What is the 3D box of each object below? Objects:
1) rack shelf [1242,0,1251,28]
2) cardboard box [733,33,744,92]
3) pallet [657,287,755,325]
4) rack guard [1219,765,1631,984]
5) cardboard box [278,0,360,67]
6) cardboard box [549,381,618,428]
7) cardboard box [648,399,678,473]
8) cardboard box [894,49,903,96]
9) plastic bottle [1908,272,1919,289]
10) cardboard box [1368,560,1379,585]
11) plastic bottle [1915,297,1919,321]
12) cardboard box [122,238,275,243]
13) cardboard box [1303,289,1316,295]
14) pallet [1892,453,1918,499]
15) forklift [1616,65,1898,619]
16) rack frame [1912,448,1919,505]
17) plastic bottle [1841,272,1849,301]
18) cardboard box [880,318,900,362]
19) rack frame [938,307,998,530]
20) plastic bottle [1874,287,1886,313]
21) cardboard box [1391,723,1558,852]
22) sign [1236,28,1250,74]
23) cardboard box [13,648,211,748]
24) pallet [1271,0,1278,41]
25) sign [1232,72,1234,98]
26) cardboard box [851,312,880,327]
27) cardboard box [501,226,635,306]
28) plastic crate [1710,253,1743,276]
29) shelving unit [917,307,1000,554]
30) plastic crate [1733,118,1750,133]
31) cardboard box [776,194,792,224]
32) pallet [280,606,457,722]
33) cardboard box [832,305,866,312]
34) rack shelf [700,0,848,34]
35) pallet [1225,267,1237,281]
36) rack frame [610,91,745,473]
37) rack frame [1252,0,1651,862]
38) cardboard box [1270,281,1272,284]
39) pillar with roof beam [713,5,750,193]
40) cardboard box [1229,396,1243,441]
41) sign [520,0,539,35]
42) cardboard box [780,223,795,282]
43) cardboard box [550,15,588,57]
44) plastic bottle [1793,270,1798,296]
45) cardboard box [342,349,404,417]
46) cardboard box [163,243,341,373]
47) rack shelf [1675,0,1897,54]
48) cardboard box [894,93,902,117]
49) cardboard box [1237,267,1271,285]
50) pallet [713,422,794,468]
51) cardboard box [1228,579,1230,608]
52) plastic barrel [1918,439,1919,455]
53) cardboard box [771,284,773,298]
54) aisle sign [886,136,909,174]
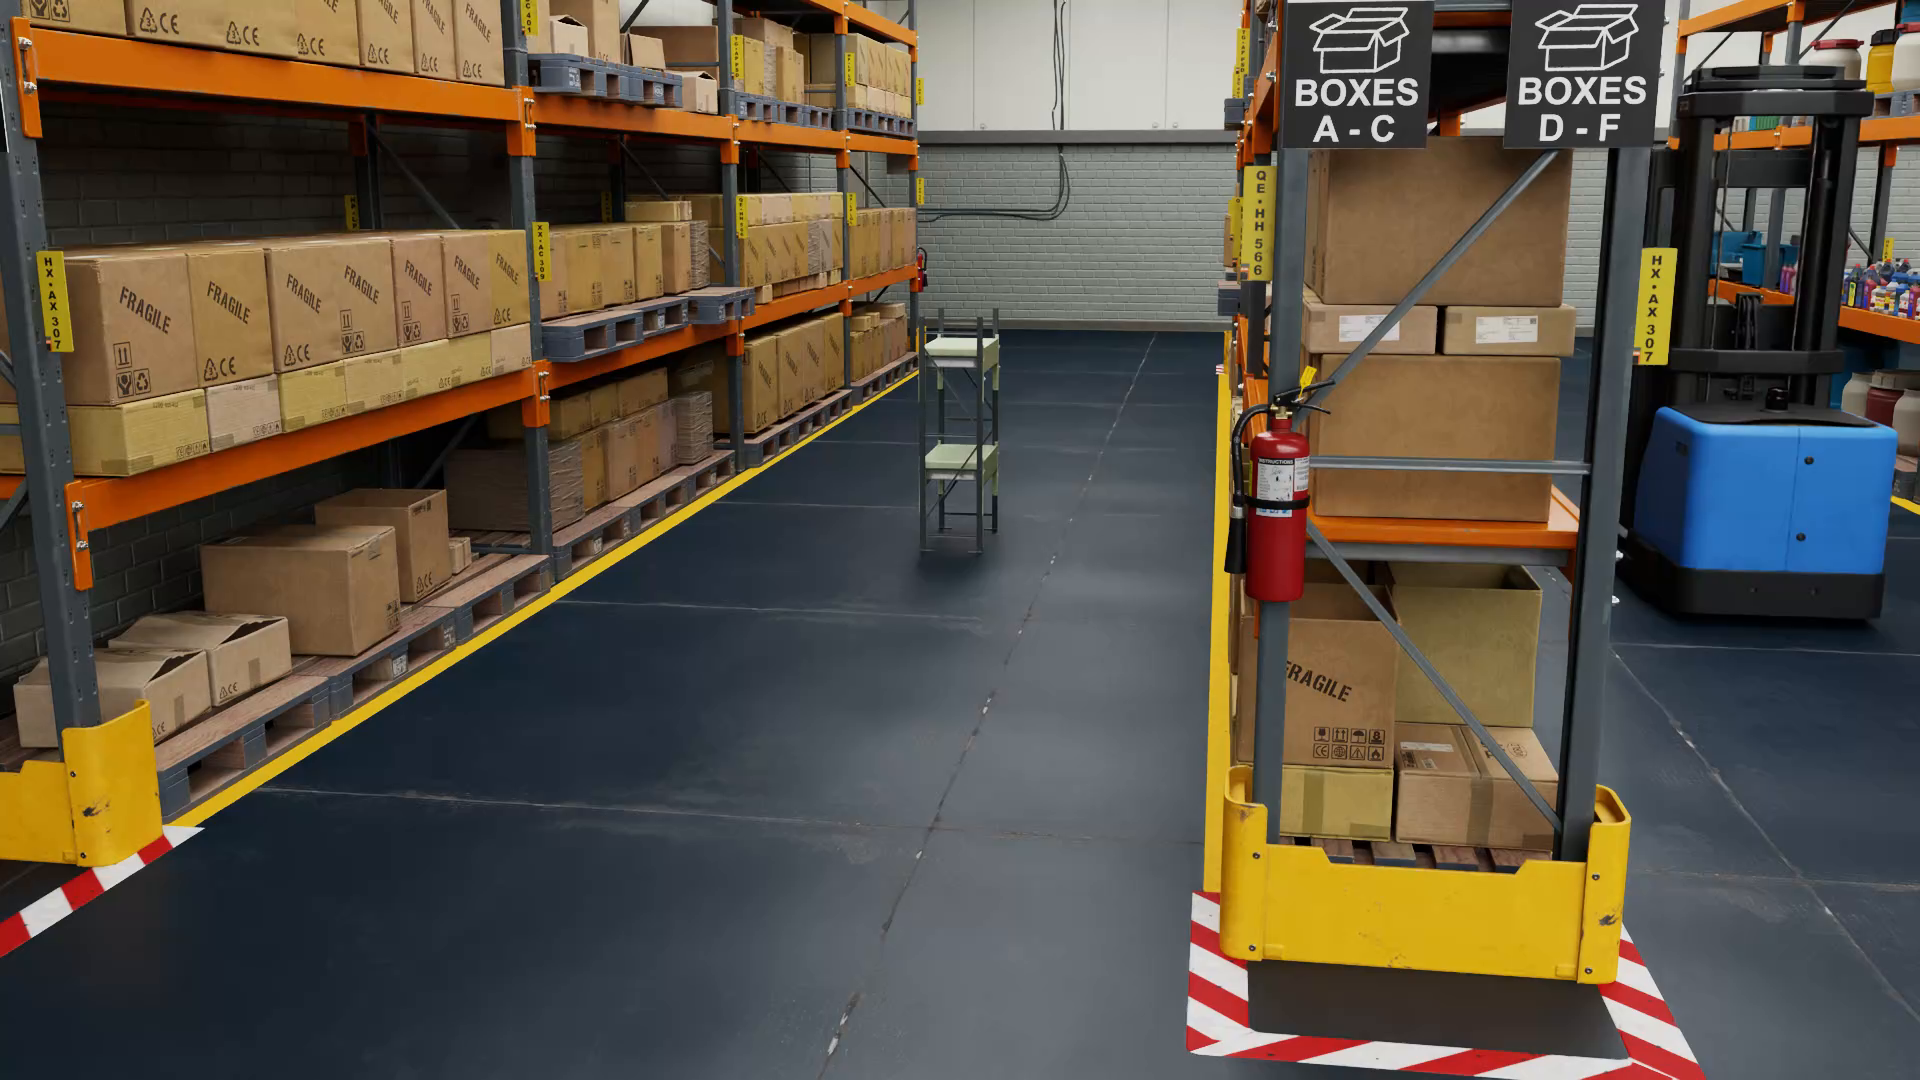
[{"bbox_3d":[2.939,-4.680,14.006,1.077,0.370,4.000,2,12,9],"label":"rack shelf"},{"bbox_3d":[-2.217,-3.983,13.953,0.700,0.500,0.500,1,12,6],"label":"cardboard box"},{"bbox_3d":[-2.268,-1.792,12.645,1.213,0.211,1.003,2,12,9],"label":"pallet"},{"bbox_3d":[1.397,1.014,5.101,1.175,0.500,0.348,2,12,9],"label":"rack guard"},{"bbox_3d":[-2.941,-2.290,7.095,0.500,0.500,0.500,3,12,12],"label":"cardboard box"},{"bbox_3d":[-2.642,-0.919,11.246,0.500,0.250,0.500,2,12,7],"label":"cardboard box"},{"bbox_3d":[-2.517,-0.776,12.363,0.700,0.500,0.500,2,12,9],"label":"cardboard box"},{"bbox_3d":[-0.964,-5.452,19.393,0.500,0.500,0.500,2,12,10],"label":"cardboard box"},{"bbox_3d":[8.083,-2.137,14.094,0.097,0.271,0.097,0,12,0],"label":"plastic bottle"},{"bbox_3d":[1.842,0.246,6.480,0.500,0.500,0.500,2,12,9],"label":"cardboard box"},{"bbox_3d":[7.201,-1.741,12.424,0.097,0.201,0.097,0,12,0],"label":"plastic bottle"},{"bbox_3d":[-3.392,-1.098,7.495,0.500,0.500,0.500,2,12,9],"label":"cardboard box"},{"bbox_3d":[1.349,-0.772,5.679,0.380,0.149,0.250,2,12,8],"label":"cardboard box"},{"bbox_3d":[7.605,-0.519,12.901,1.003,0.211,1.213,2,12,9],"label":"pallet"},{"bbox_3d":[4.545,-1.275,9.950,1.130,2.935,3.031,2,12,8],"label":"forklift"},{"bbox_3d":[7.525,-1.717,11.840,1.000,3.000,0.127,2,12,9],"label":"rack frame"},{"bbox_3d":[7.455,-2.118,14.007,0.097,0.271,0.097,0,12,0],"label":"plastic bottle"},{"bbox_3d":[-1.119,-2.433,20.101,0.700,0.500,0.500,2,12,8],"label":"cardboard box"},{"bbox_3d":[0.055,-0.808,11.182,0.400,1.500,0.023,2,12,9],"label":"rack frame"},{"bbox_3d":[7.327,-1.911,13.211,0.097,0.201,0.097,0,12,0],"label":"plastic bottle"},{"bbox_3d":[1.703,0.822,5.591,0.500,0.250,0.500,2,12,9],"label":"cardboard box"},{"bbox_3d":[2.095,-3.615,12.301,0.100,0.325,0.005,2,12,9],"label":"sign"},{"bbox_3d":[-3.299,0.586,6.493,0.500,0.311,0.500,0,12,2],"label":"cardboard box"},{"bbox_3d":[1.720,-2.037,6.415,1.003,0.211,1.213,2,12,9],"label":"pallet"},{"bbox_3d":[3.325,-5.455,19.989,0.100,0.325,0.005,2,12,9],"label":"sign"},{"bbox_3d":[-1.120,-2.497,18.858,0.380,0.149,0.250,2,12,7],"label":"cardboard box"},{"bbox_3d":[-2.604,-1.828,11.074,0.700,0.500,0.500,4,13,16],"label":"cardboard box"},{"bbox_3d":[8.143,-2.952,17.828,0.416,0.233,0.300,2,12,9],"label":"plastic crate"},{"bbox_3d":[-0.001,-0.732,10.829,0.431,1.500,0.755,2,12,9],"label":"shelving unit"},{"bbox_3d":[7.960,-4.164,16.701,0.293,0.136,0.466,2,12,9],"label":"plastic crate"},{"bbox_3d":[-1.785,-2.911,14.609,0.500,0.250,0.500,2,12,9],"label":"cardboard box"},{"bbox_3d":[-3.133,0.554,7.923,1.003,0.211,1.213,2,12,9],"label":"pallet"},{"bbox_3d":[-1.337,-2.730,19.936,0.380,0.149,0.250,2,12,9],"label":"cardboard box"},{"bbox_3d":[-1.957,-4.840,14.747,1.077,0.370,4.000,2,12,9],"label":"rack shelf"},{"bbox_3d":[3.016,-2.454,15.716,1.003,0.211,1.213,2,12,9],"label":"pallet"},{"bbox_3d":[-2.264,-2.038,13.329,1.000,3.000,0.127,2,12,9],"label":"rack frame"},{"bbox_3d":[1.401,-0.213,4.861,1.000,3.000,0.127,2,12,9],"label":"rack frame"},{"bbox_3d":[2.532,-1.760,12.253,0.500,0.311,0.500,3,12,12],"label":"cardboard box"},{"bbox_3d":[1.858,-5.837,16.720,9.100,9.000,0.400,2,12,9],"label":"pillar with roof beam"},{"bbox_3d":[2.260,-0.914,12.313,0.500,0.311,0.500,2,12,11],"label":"cardboard box"},{"bbox_3d":[-2.342,-2.908,9.021,0.100,0.325,0.005,2,12,9],"label":"sign"},{"bbox_3d":[-1.769,-2.547,14.699,0.500,0.500,0.500,2,12,8],"label":"cardboard box"},{"bbox_3d":[-2.621,-3.073,10.225,0.500,0.311,0.500,2,12,10],"label":"cardboard box"},{"bbox_3d":[7.627,-2.351,15.090,0.097,0.271,0.097,0,12,0],"label":"plastic bottle"},{"bbox_3d":[-2.876,-0.720,7.522,0.500,0.250,0.500,2,12,9],"label":"cardboard box"},{"bbox_3d":[-2.953,-0.975,6.926,0.500,0.500,0.500,1,12,7],"label":"cardboard box"},{"bbox_3d":[8.448,-5.351,17.121,1.077,0.370,4.000,2,12,9],"label":"rack shelf"},{"bbox_3d":[-0.963,-5.081,19.451,0.500,0.250,0.500,1,12,7],"label":"cardboard box"},{"bbox_3d":[2.617,-2.267,13.158,0.700,0.500,0.500,-2,12,-10],"label":"cardboard box"},{"bbox_3d":[-2.068,-0.836,14.373,1.003,0.211,1.213,2,12,9],"label":"pallet"},{"bbox_3d":[1.563,0.284,8.085,0.500,0.250,0.500,2,12,9],"label":"cardboard box"},{"bbox_3d":[7.583,-0.964,12.499,0.600,0.830,0.708,2,12,9],"label":"plastic barrel"},{"bbox_3d":[-1.865,-2.201,14.636,0.380,0.149,0.250,2,12,10],"label":"cardboard box"},{"bbox_3d":[-0.726,-4.979,20.807,0.394,0.787,0.004,2,12,9],"label":"aisle sign"}]
